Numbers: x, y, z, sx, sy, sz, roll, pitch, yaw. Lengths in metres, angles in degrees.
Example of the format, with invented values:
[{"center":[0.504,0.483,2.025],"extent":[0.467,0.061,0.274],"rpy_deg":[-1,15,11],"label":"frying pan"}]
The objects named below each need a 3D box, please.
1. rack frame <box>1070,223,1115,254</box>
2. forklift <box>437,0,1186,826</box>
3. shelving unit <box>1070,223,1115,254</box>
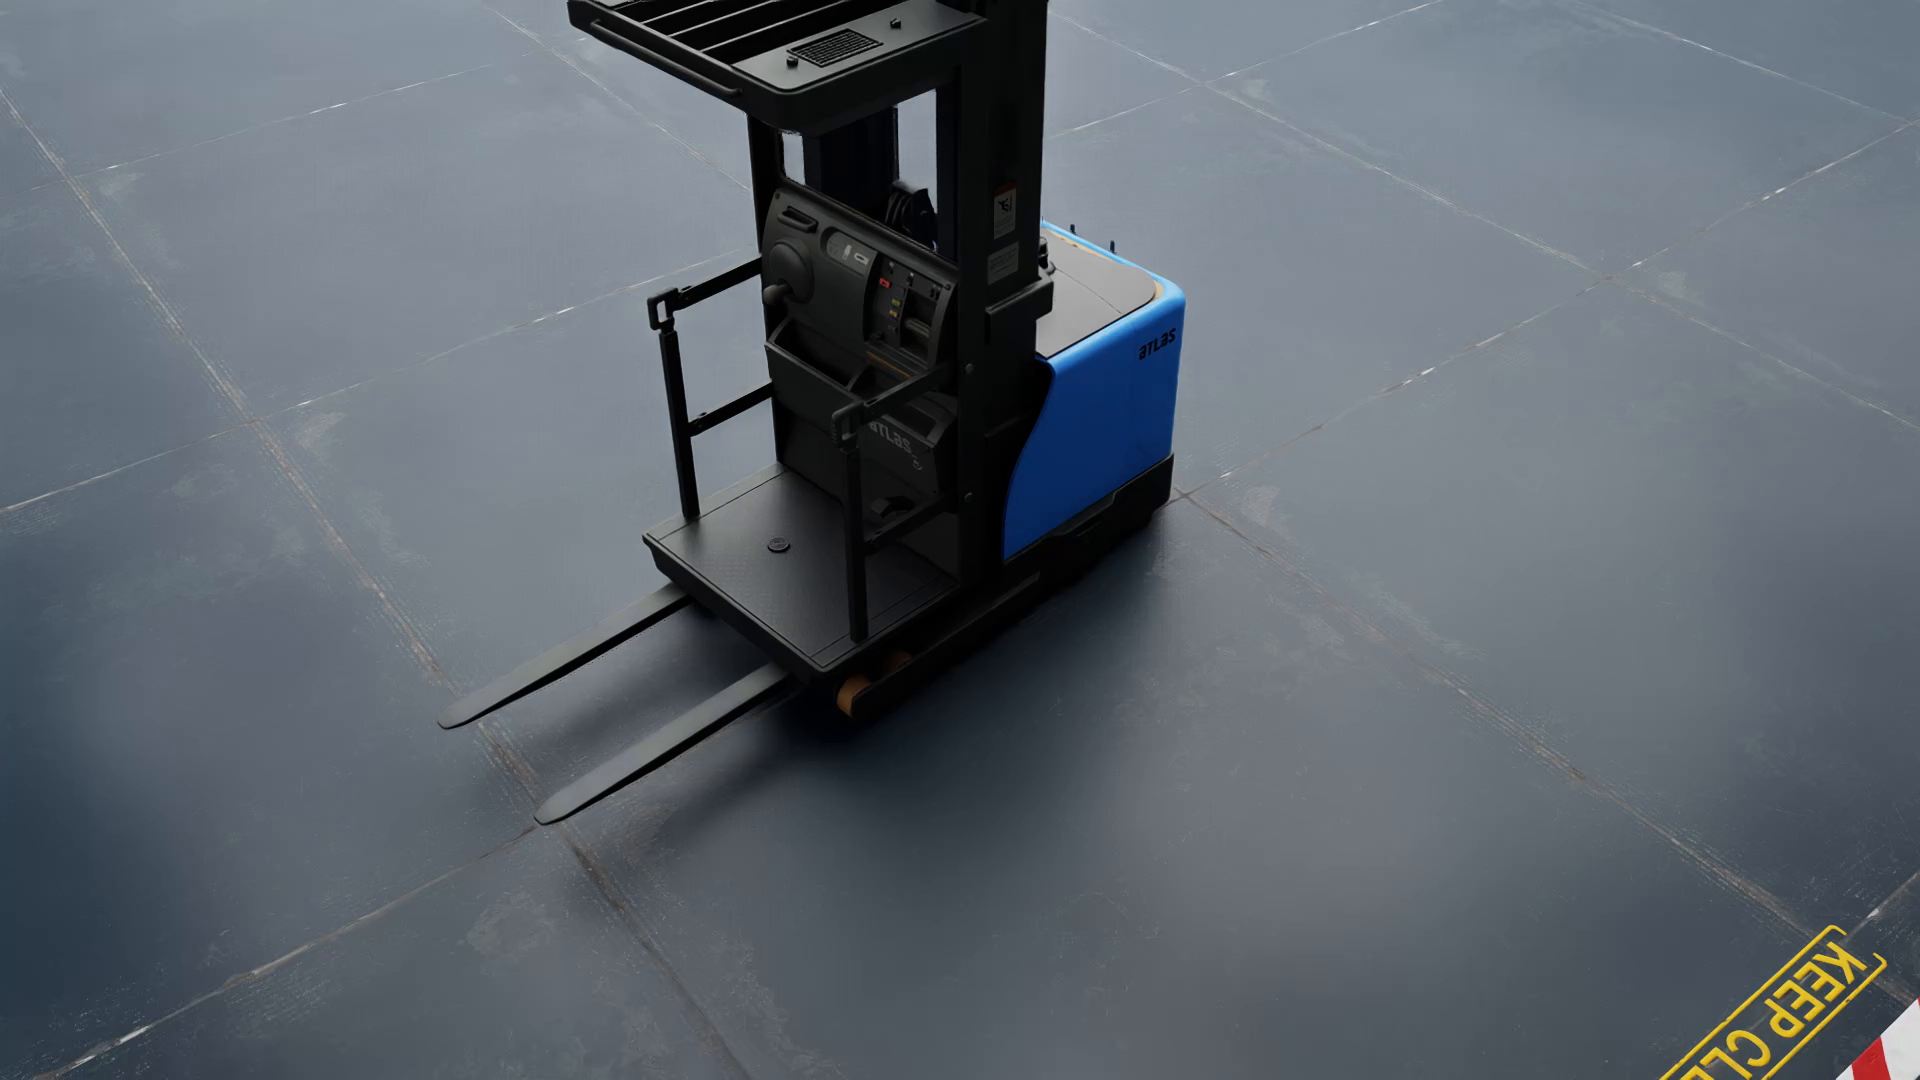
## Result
[{"center":[0.554,-0.959,7.400],"extent":[0.240,0.900,0.006],"rpy_deg":[30,45,31],"label":"rack frame"},{"center":[-0.515,-0.846,5.660],"extent":[3.031,2.935,1.130],"rpy_deg":[-32,49,-33],"label":"forklift"},{"center":[0.486,-0.915,7.339],"extent":[0.258,0.900,0.210],"rpy_deg":[30,45,31],"label":"shelving unit"}]
